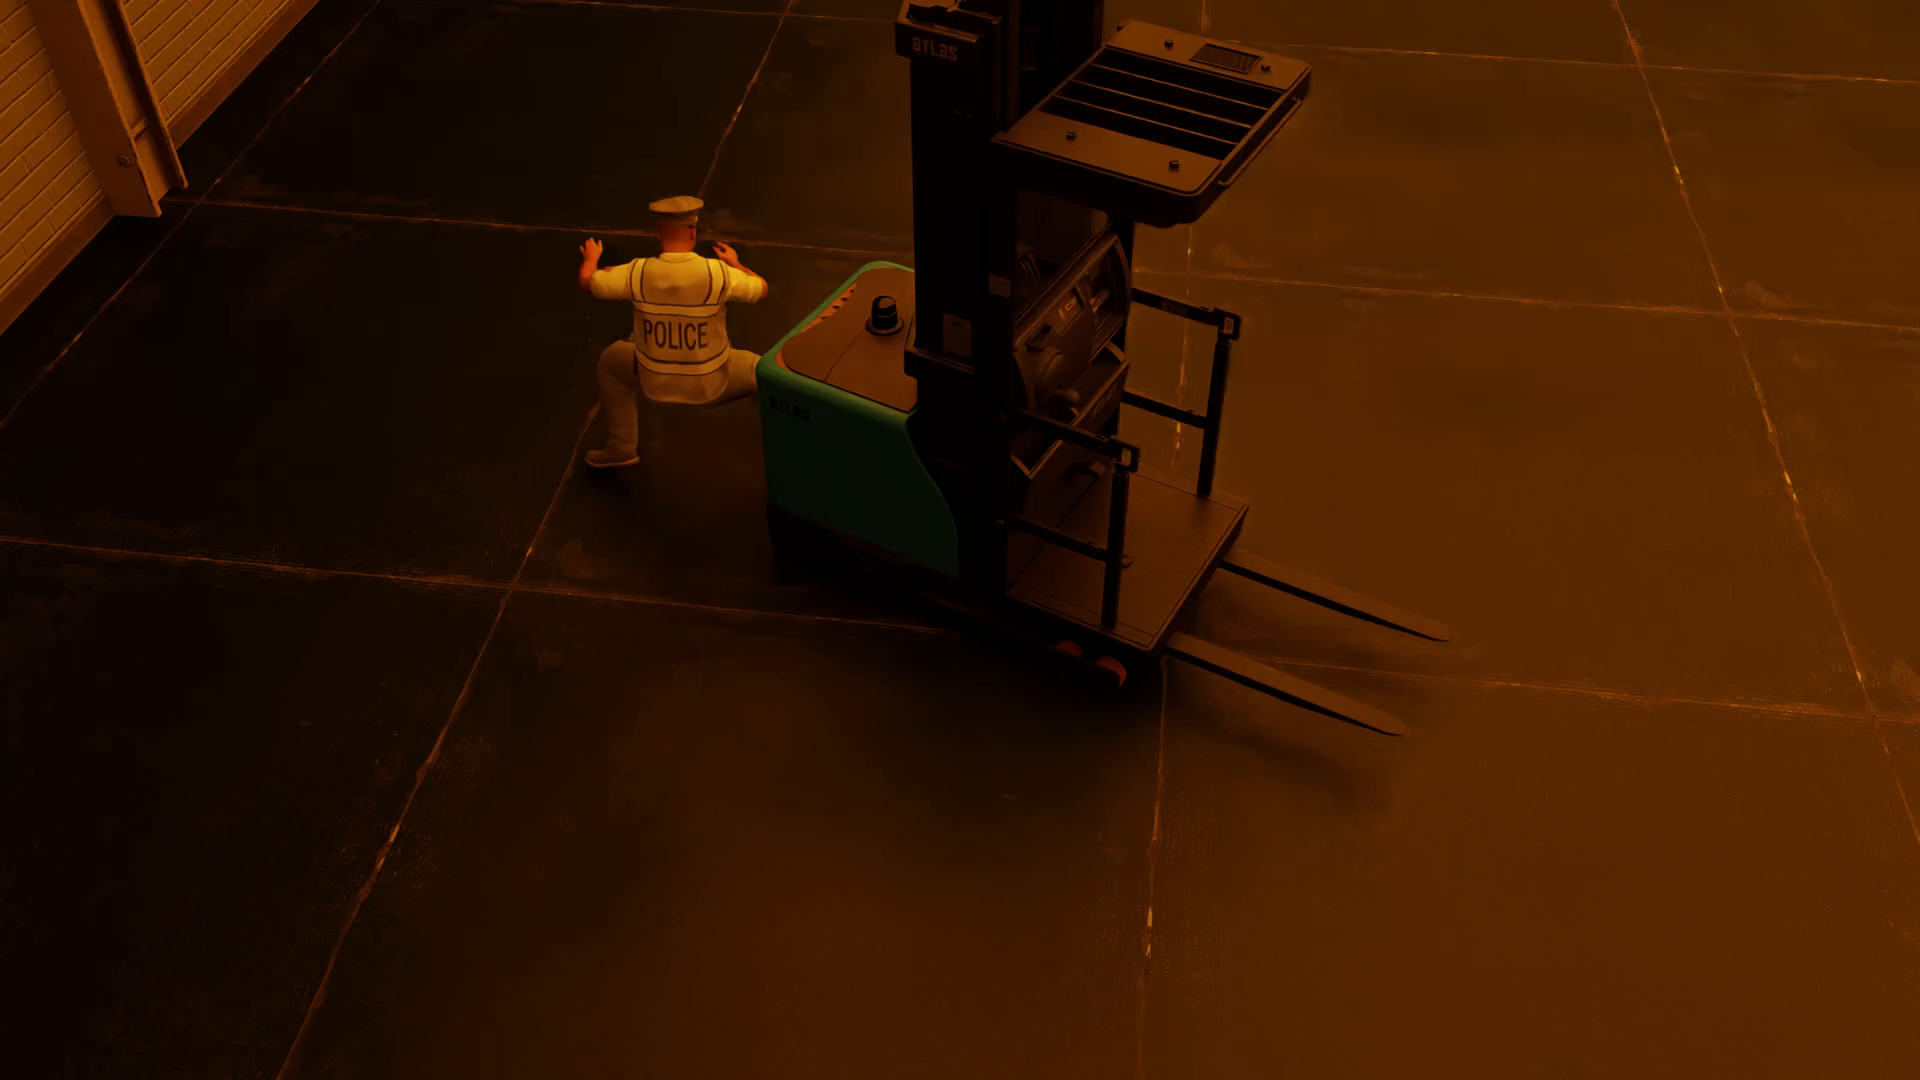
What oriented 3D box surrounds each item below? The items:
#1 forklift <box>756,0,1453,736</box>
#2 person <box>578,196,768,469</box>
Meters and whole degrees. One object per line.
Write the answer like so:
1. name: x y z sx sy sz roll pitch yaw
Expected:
1. forklift: 0.637 -0.832 6.630 3.031 2.935 1.130 21 47 22
2. person: -1.299 -0.957 7.822 1.124 1.530 0.754 1 43 1
